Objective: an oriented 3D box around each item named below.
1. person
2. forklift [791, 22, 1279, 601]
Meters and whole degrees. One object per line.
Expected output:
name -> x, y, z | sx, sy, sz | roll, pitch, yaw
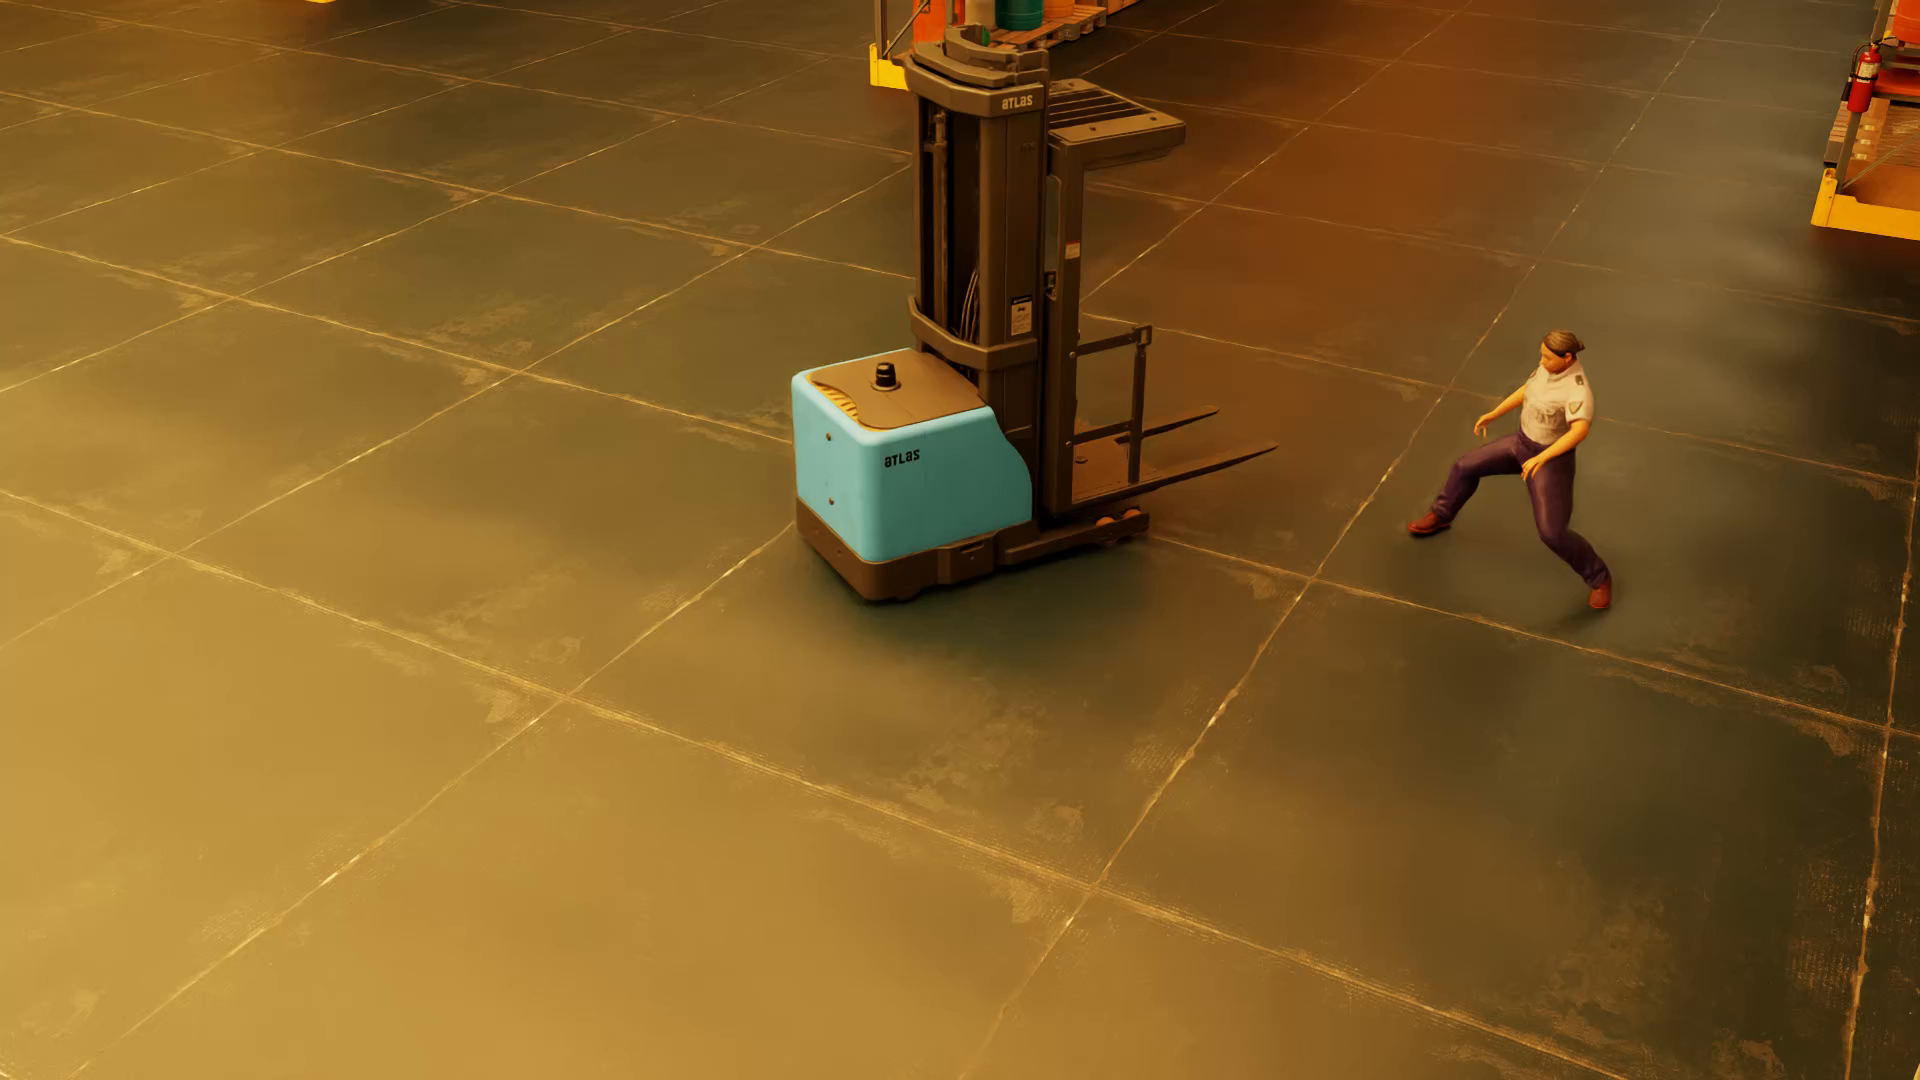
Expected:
person -> 3.218, -0.476, 9.397 | 0.931, 1.502, 1.058 | -3, 30, -6
forklift -> 0.555, -1.451, 9.585 | 3.031, 2.935, 1.130 | -16, 34, -25
